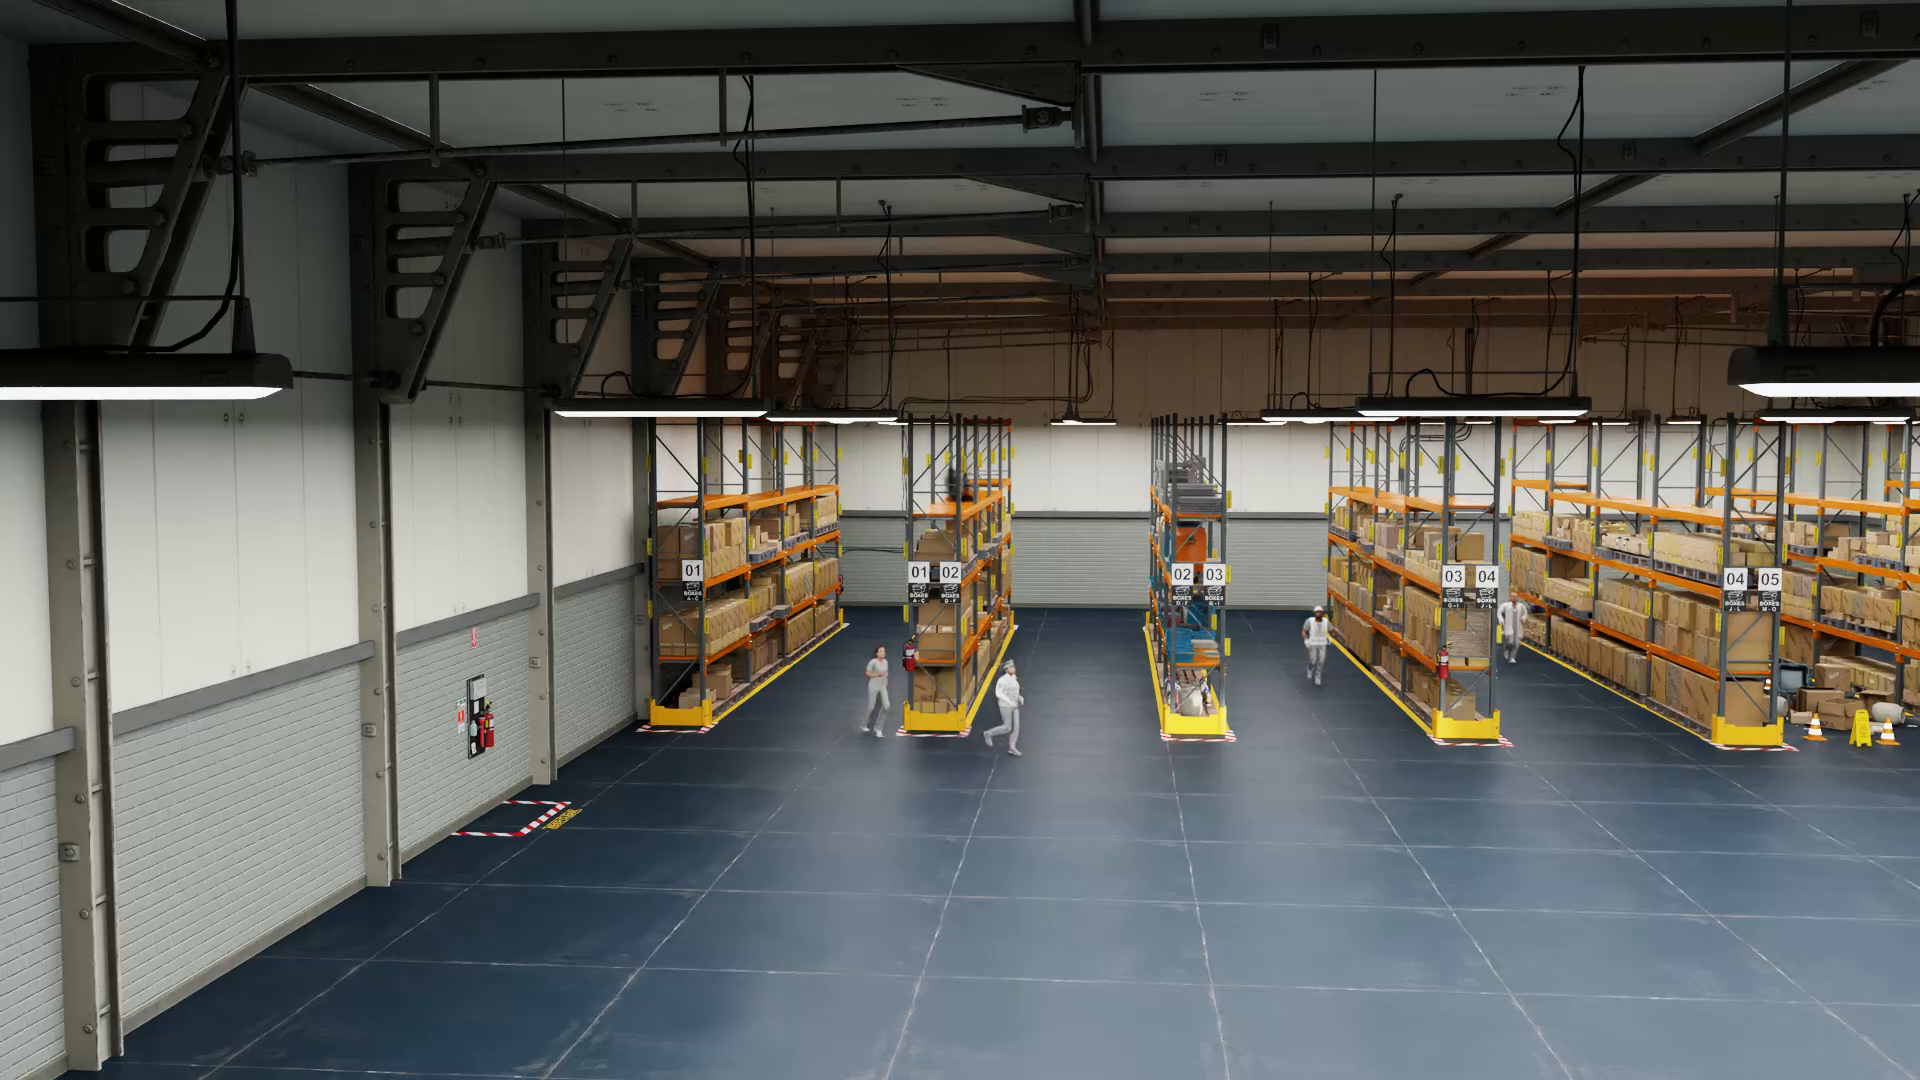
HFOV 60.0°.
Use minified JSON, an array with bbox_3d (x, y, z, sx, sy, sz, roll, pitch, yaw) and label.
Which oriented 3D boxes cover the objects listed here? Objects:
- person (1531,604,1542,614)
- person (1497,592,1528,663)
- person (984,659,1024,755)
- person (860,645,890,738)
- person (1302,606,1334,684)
[{"bbox_3d":[16.511,1.742,47.160,0.649,1.637,0.579,0,4,-4],"label":"person"},{"bbox_3d":[13.454,2.144,40.407,0.713,1.737,0.624,0,4,6],"label":"person"},{"bbox_3d":[0.812,2.932,29.309,0.718,1.687,0.623,3,5,35],"label":"person"},{"bbox_3d":[-1.536,2.814,31.019,0.567,1.720,0.728,-2,5,-33],"label":"person"},{"bbox_3d":[8.033,2.346,37.276,0.699,1.749,0.591,0,4,0],"label":"person"}]
